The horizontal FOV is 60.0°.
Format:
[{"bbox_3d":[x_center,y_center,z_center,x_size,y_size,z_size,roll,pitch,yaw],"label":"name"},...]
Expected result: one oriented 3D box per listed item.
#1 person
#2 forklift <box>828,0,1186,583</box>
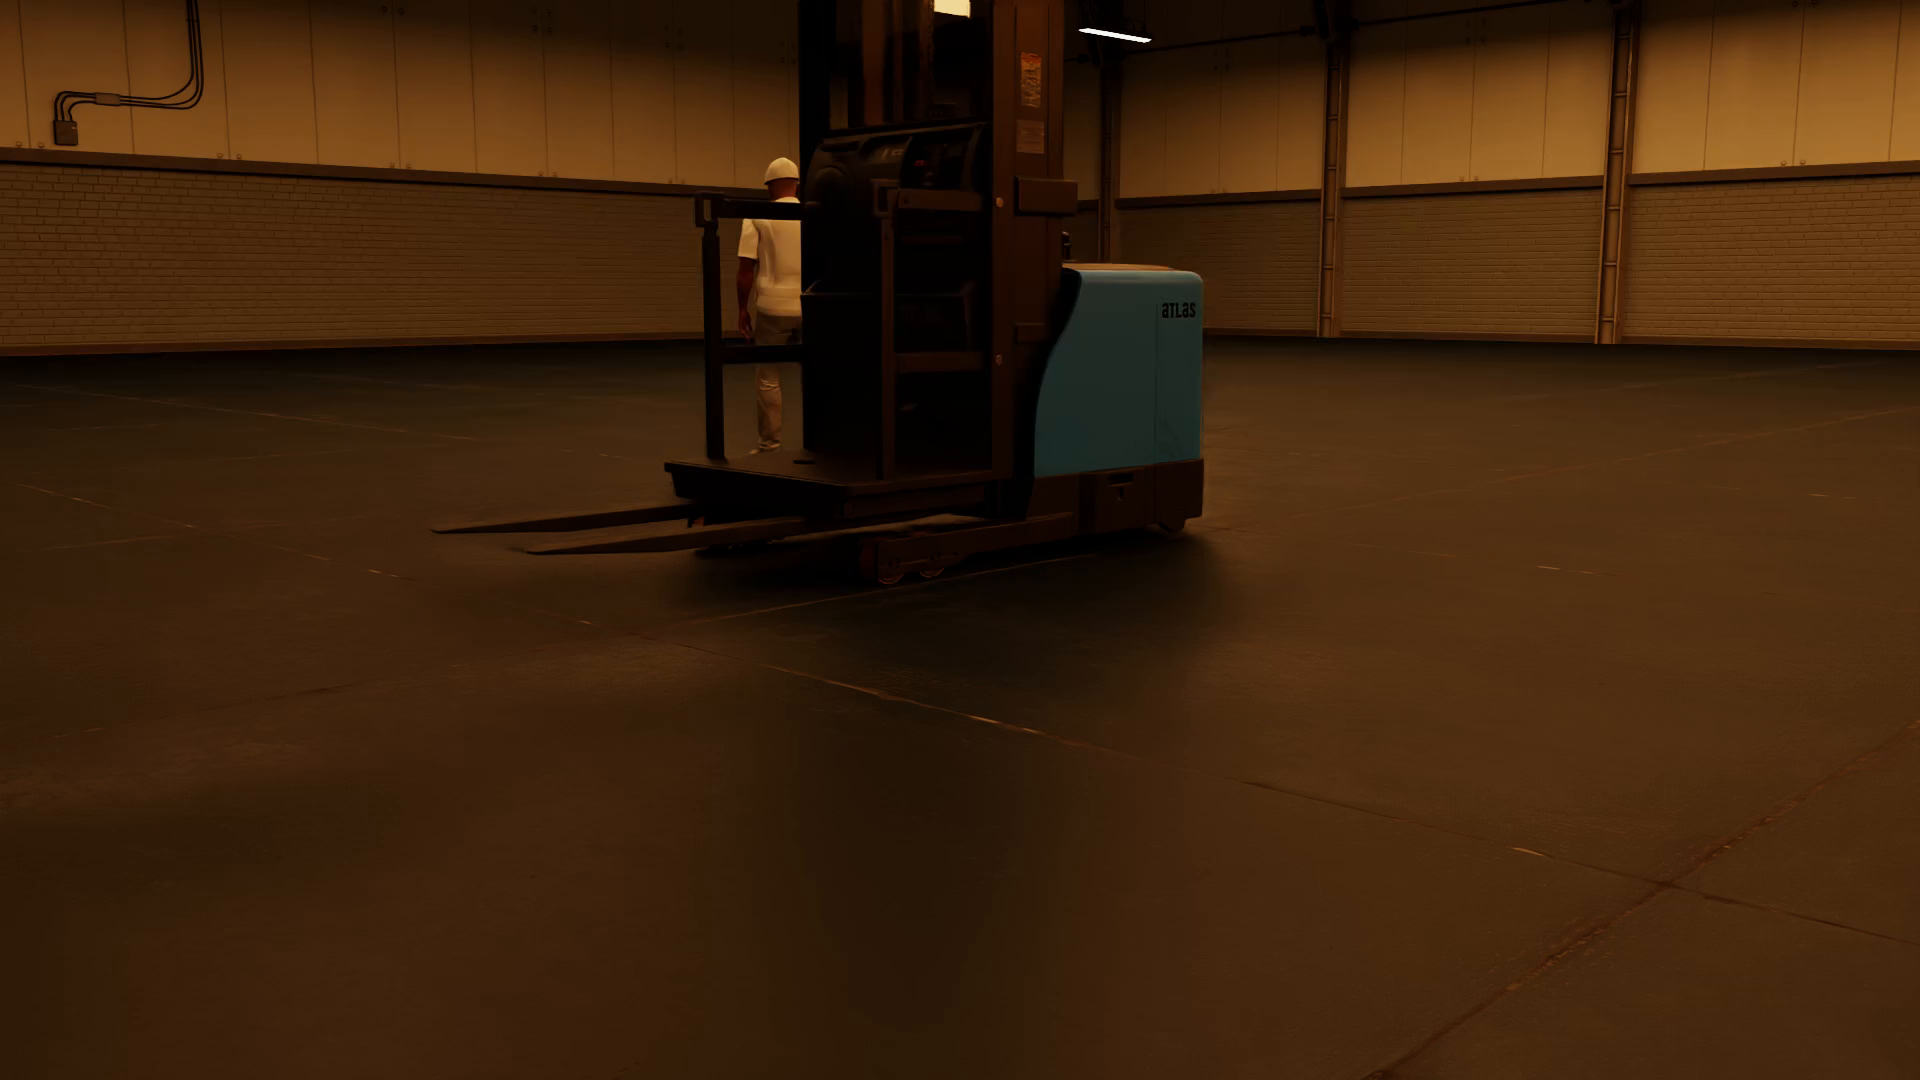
[{"bbox_3d":[-1.012,-1.340,9.724,0.602,1.759,0.463,-3,9,-18],"label":"person"},{"bbox_3d":[0.119,-1.353,5.860,1.130,2.935,3.031,-1,9,-6],"label":"forklift"}]
